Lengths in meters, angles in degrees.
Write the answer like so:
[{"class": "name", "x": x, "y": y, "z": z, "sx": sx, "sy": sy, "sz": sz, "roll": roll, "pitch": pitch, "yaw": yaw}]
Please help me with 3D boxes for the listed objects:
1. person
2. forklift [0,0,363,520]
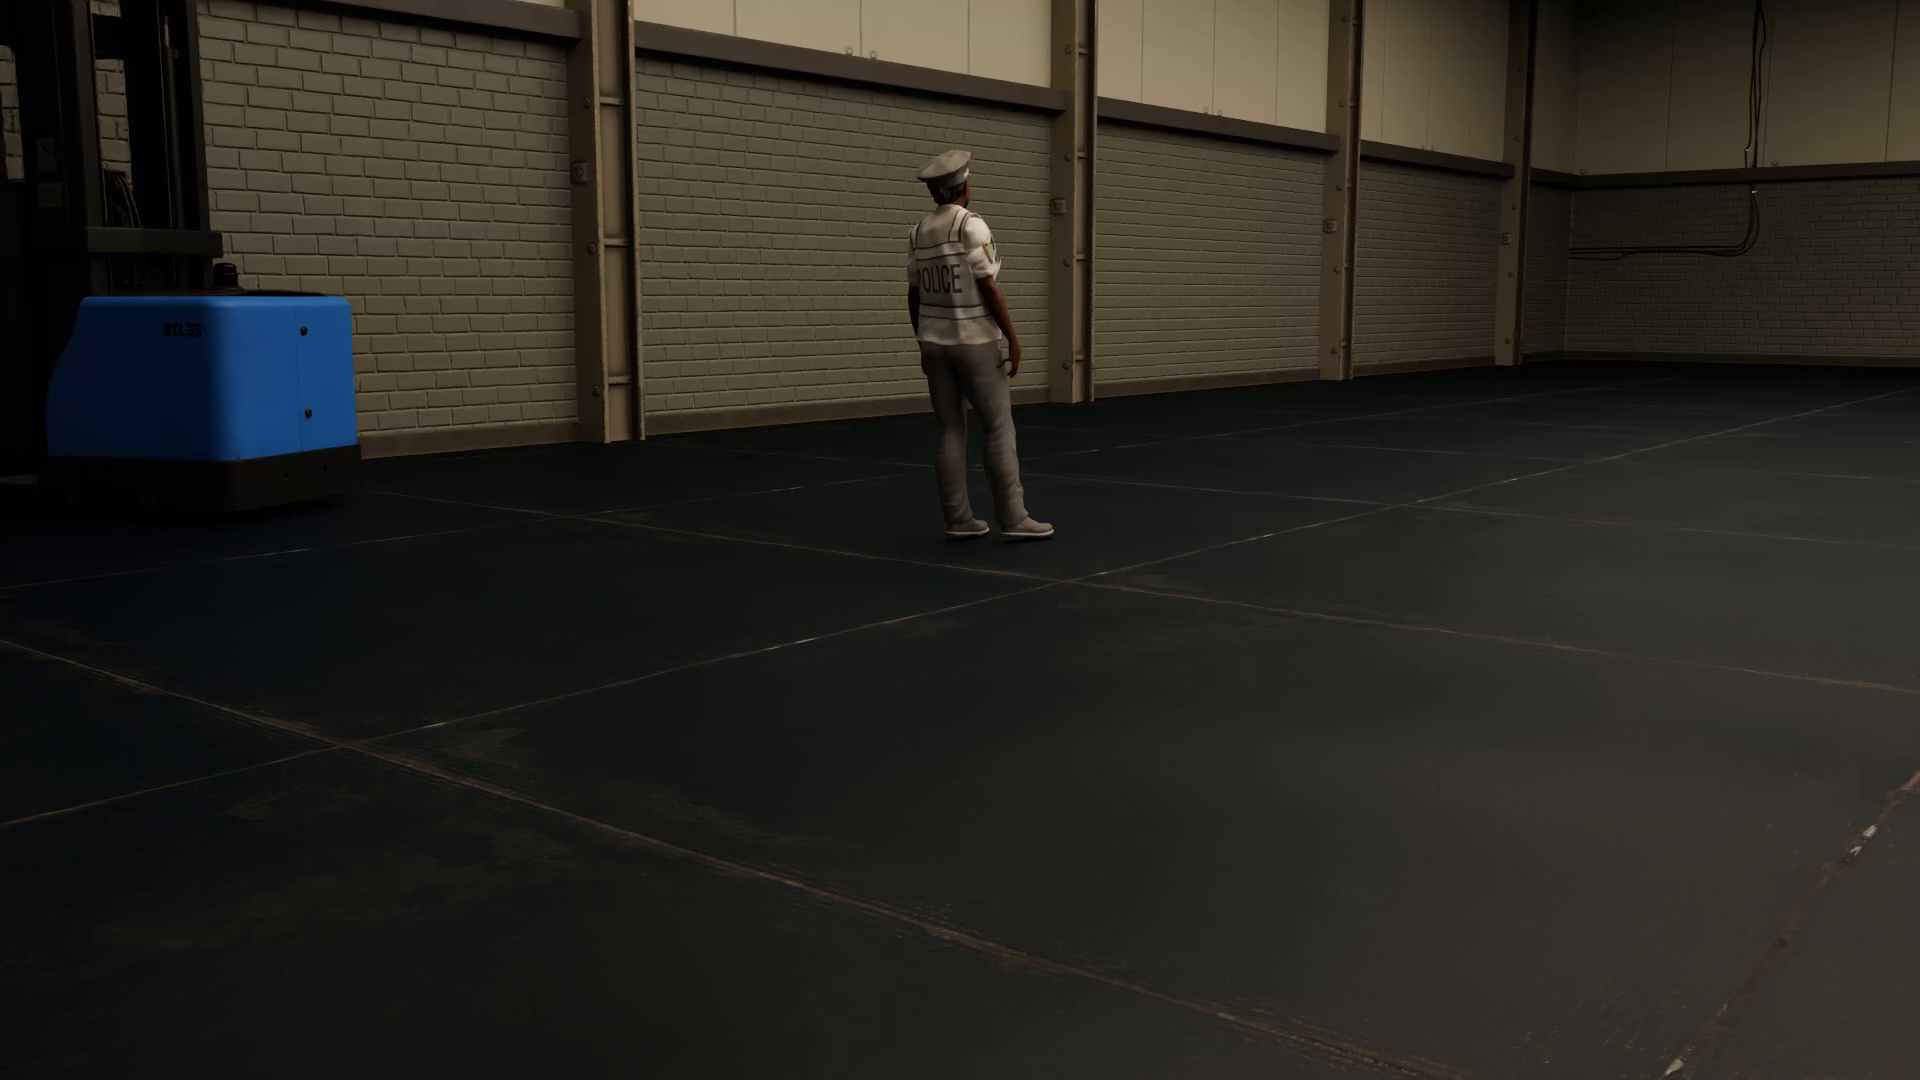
[{"class": "person", "x": 0.063, "y": -0.852, "z": 7.327, "sx": 0.569, "sy": 1.695, "sz": 0.528, "roll": 7, "pitch": 11, "yaw": 38}, {"class": "forklift", "x": -4.699, "y": -1.638, "z": 8.475, "sx": 3.031, "sy": 2.935, "sz": 1.130, "roll": 2, "pitch": 9, "yaw": 16}]
